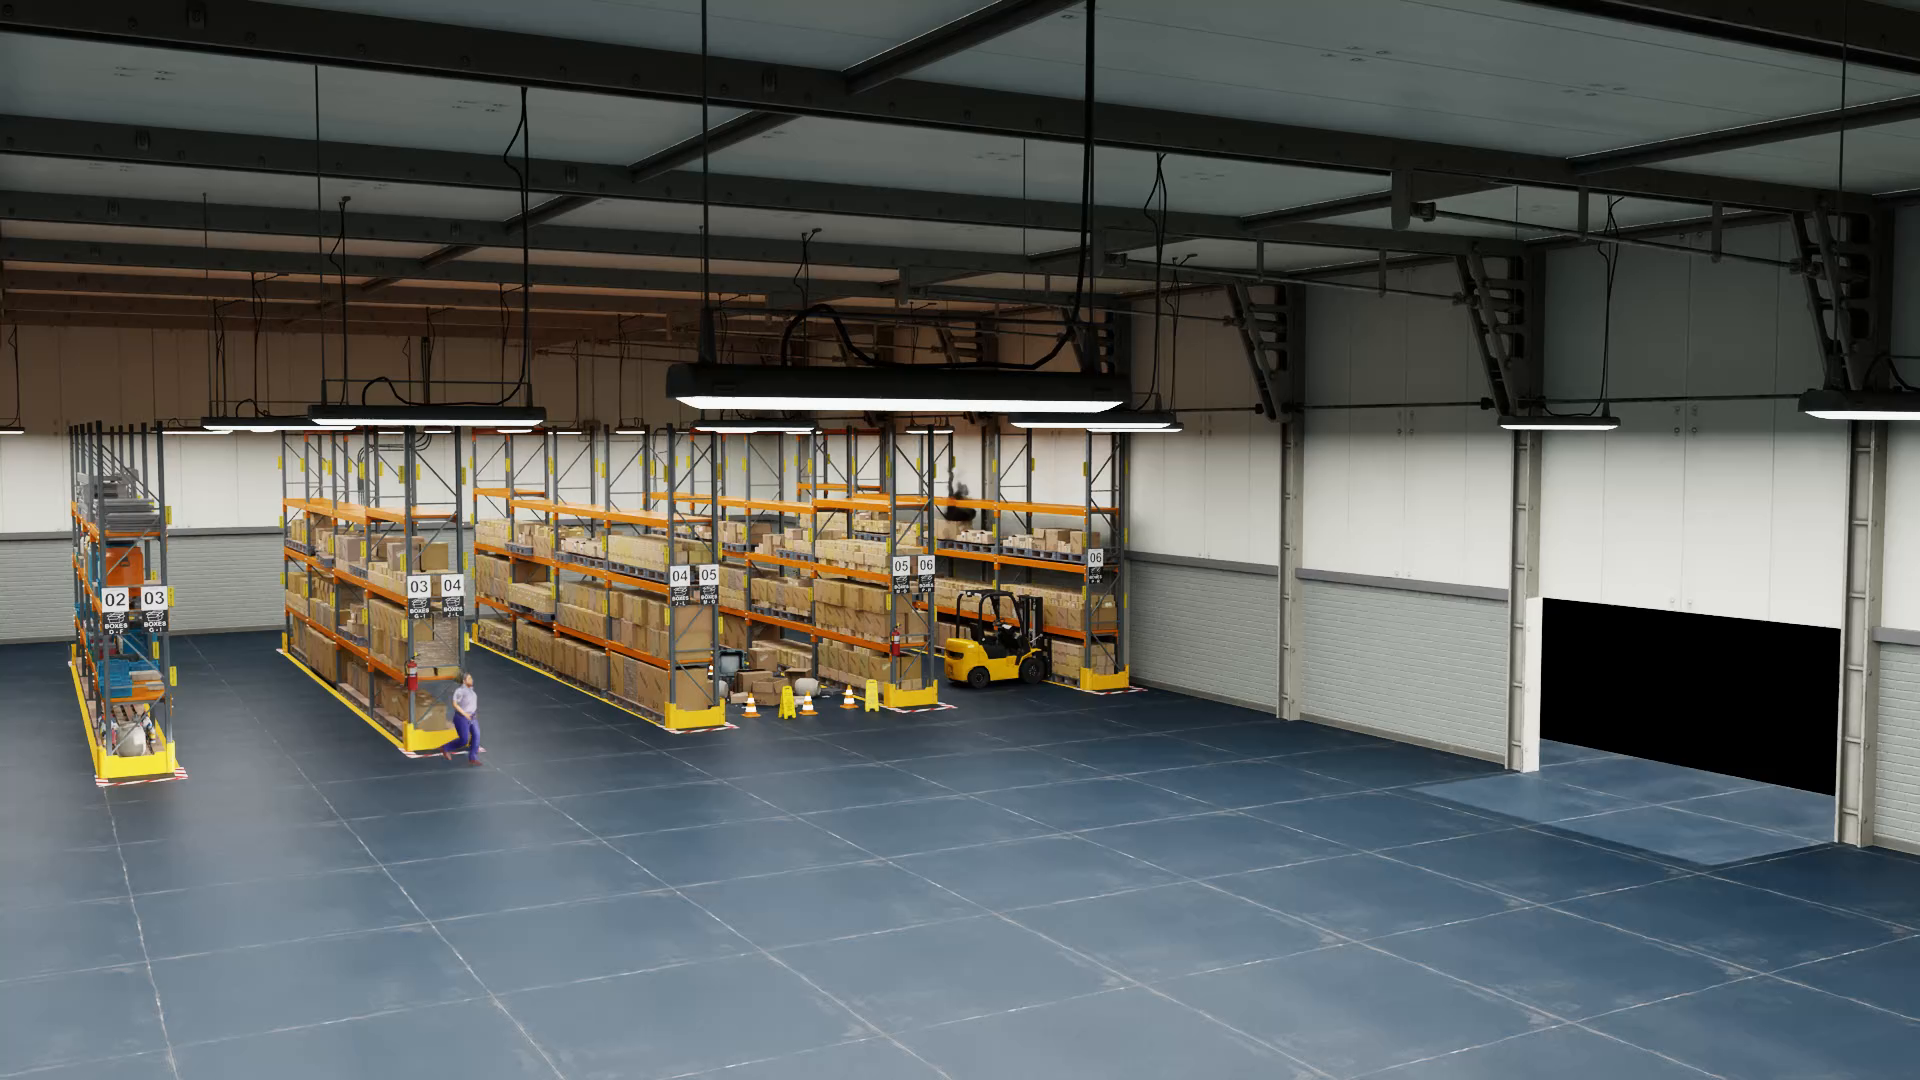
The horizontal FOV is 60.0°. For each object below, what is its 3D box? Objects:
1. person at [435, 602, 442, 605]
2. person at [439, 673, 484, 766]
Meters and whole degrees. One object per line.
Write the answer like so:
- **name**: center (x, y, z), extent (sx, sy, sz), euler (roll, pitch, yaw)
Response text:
- **person**: center (-14.084, 2.092, 44.871), extent (0.768, 1.702, 0.594), euler (-2, 4, -27)
- **person**: center (-8.688, 3.131, 29.035), extent (0.772, 1.643, 0.625), euler (1, 4, 11)
